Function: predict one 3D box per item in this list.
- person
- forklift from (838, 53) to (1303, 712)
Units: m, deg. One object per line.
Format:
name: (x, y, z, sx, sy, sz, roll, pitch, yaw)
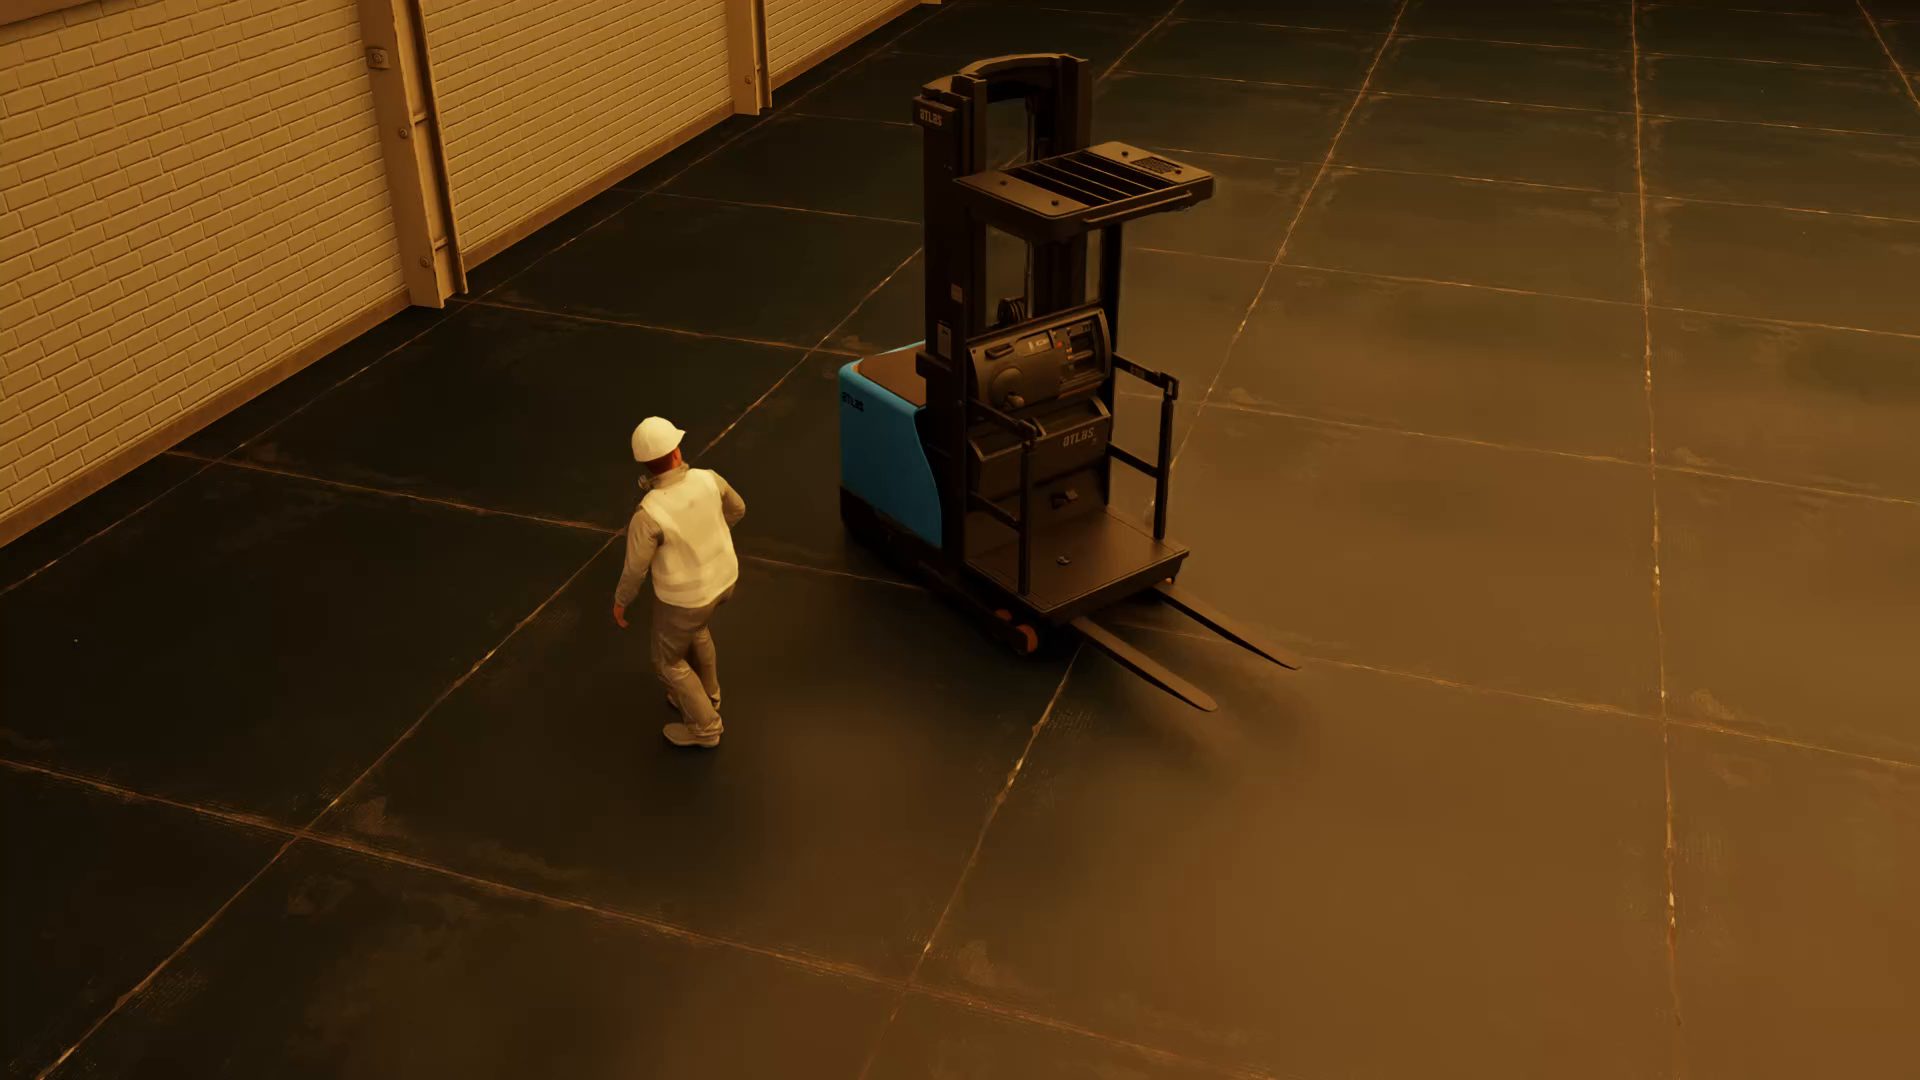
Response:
person: (-1.372, 0.205, 7.993, 0.515, 1.740, 0.728, 17, 34, 27)
forklift: (0.568, -0.929, 8.767, 1.130, 2.935, 3.031, -21, 36, -32)
